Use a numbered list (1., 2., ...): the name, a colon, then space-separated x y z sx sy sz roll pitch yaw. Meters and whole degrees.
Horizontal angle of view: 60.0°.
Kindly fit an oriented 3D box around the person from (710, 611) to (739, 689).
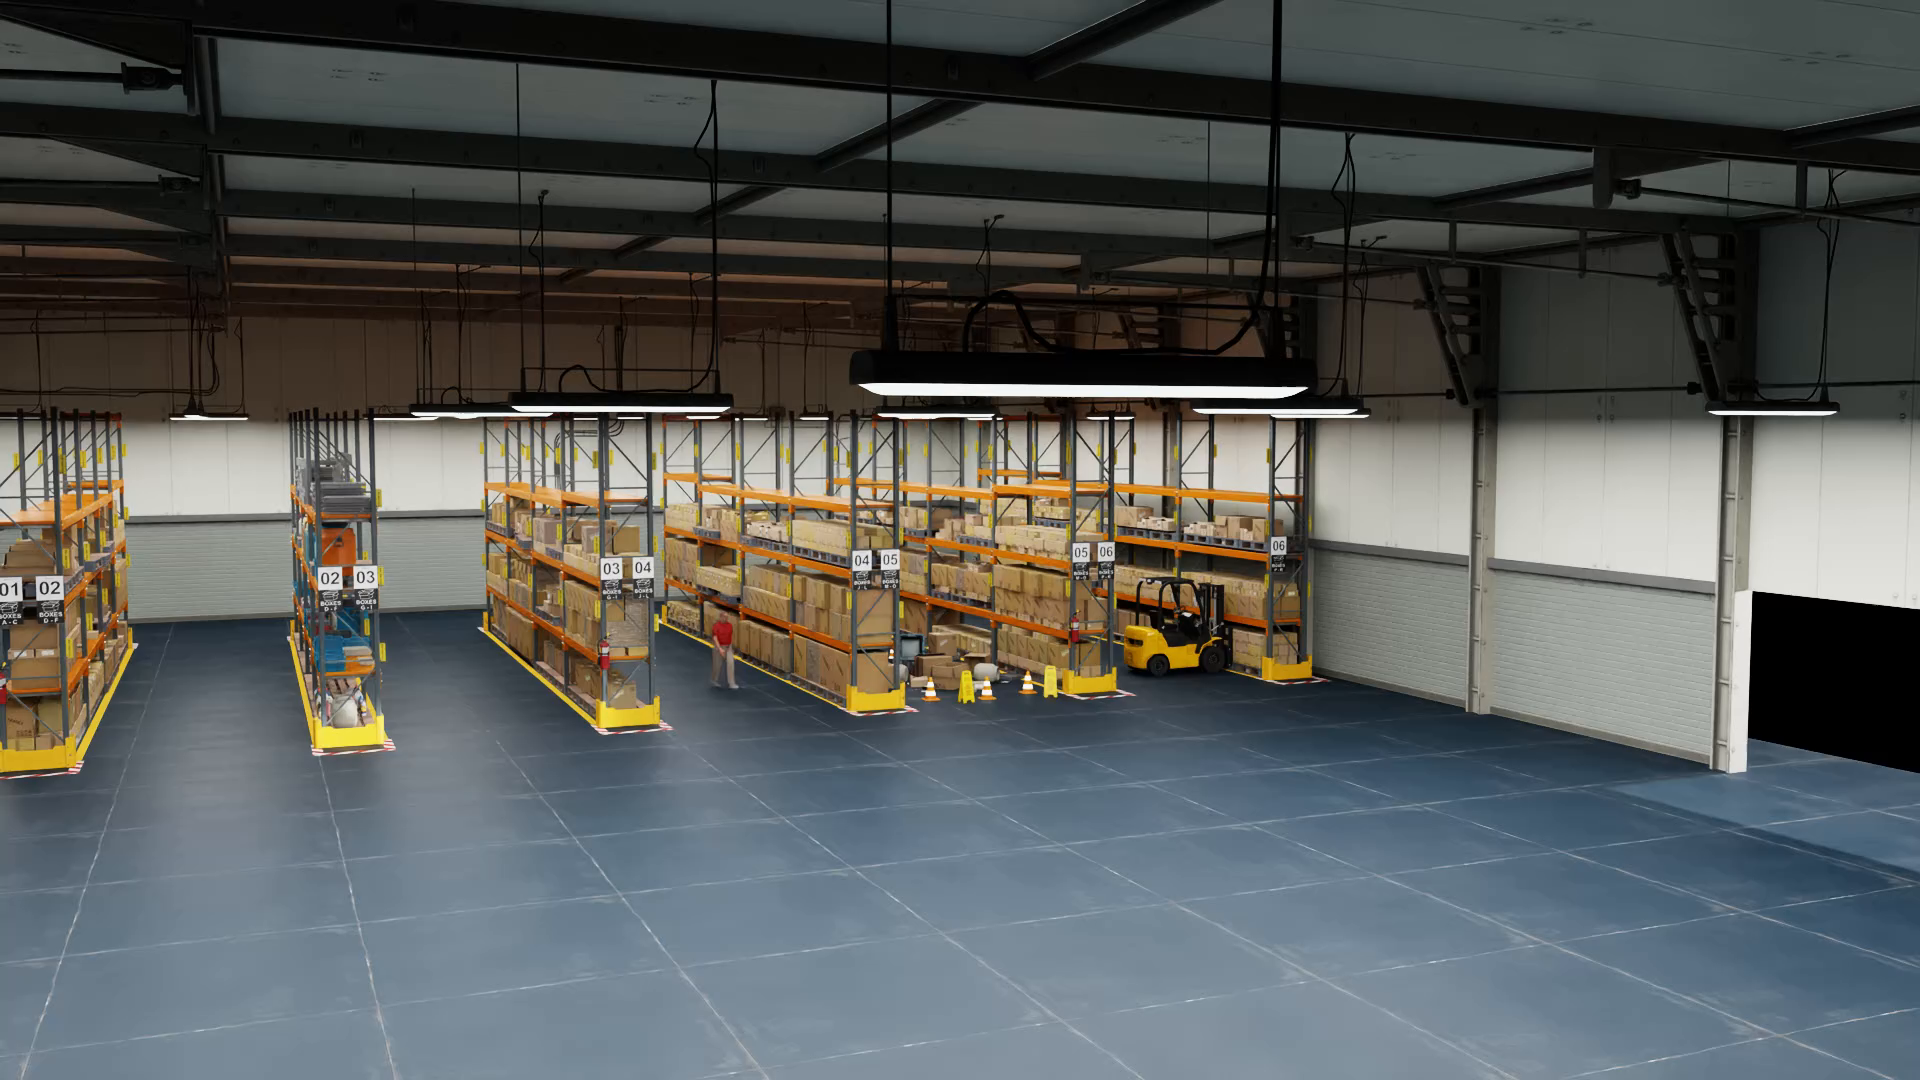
1. person: -5.071 2.360 35.843 0.546 1.662 1.028 -3 5 -36
